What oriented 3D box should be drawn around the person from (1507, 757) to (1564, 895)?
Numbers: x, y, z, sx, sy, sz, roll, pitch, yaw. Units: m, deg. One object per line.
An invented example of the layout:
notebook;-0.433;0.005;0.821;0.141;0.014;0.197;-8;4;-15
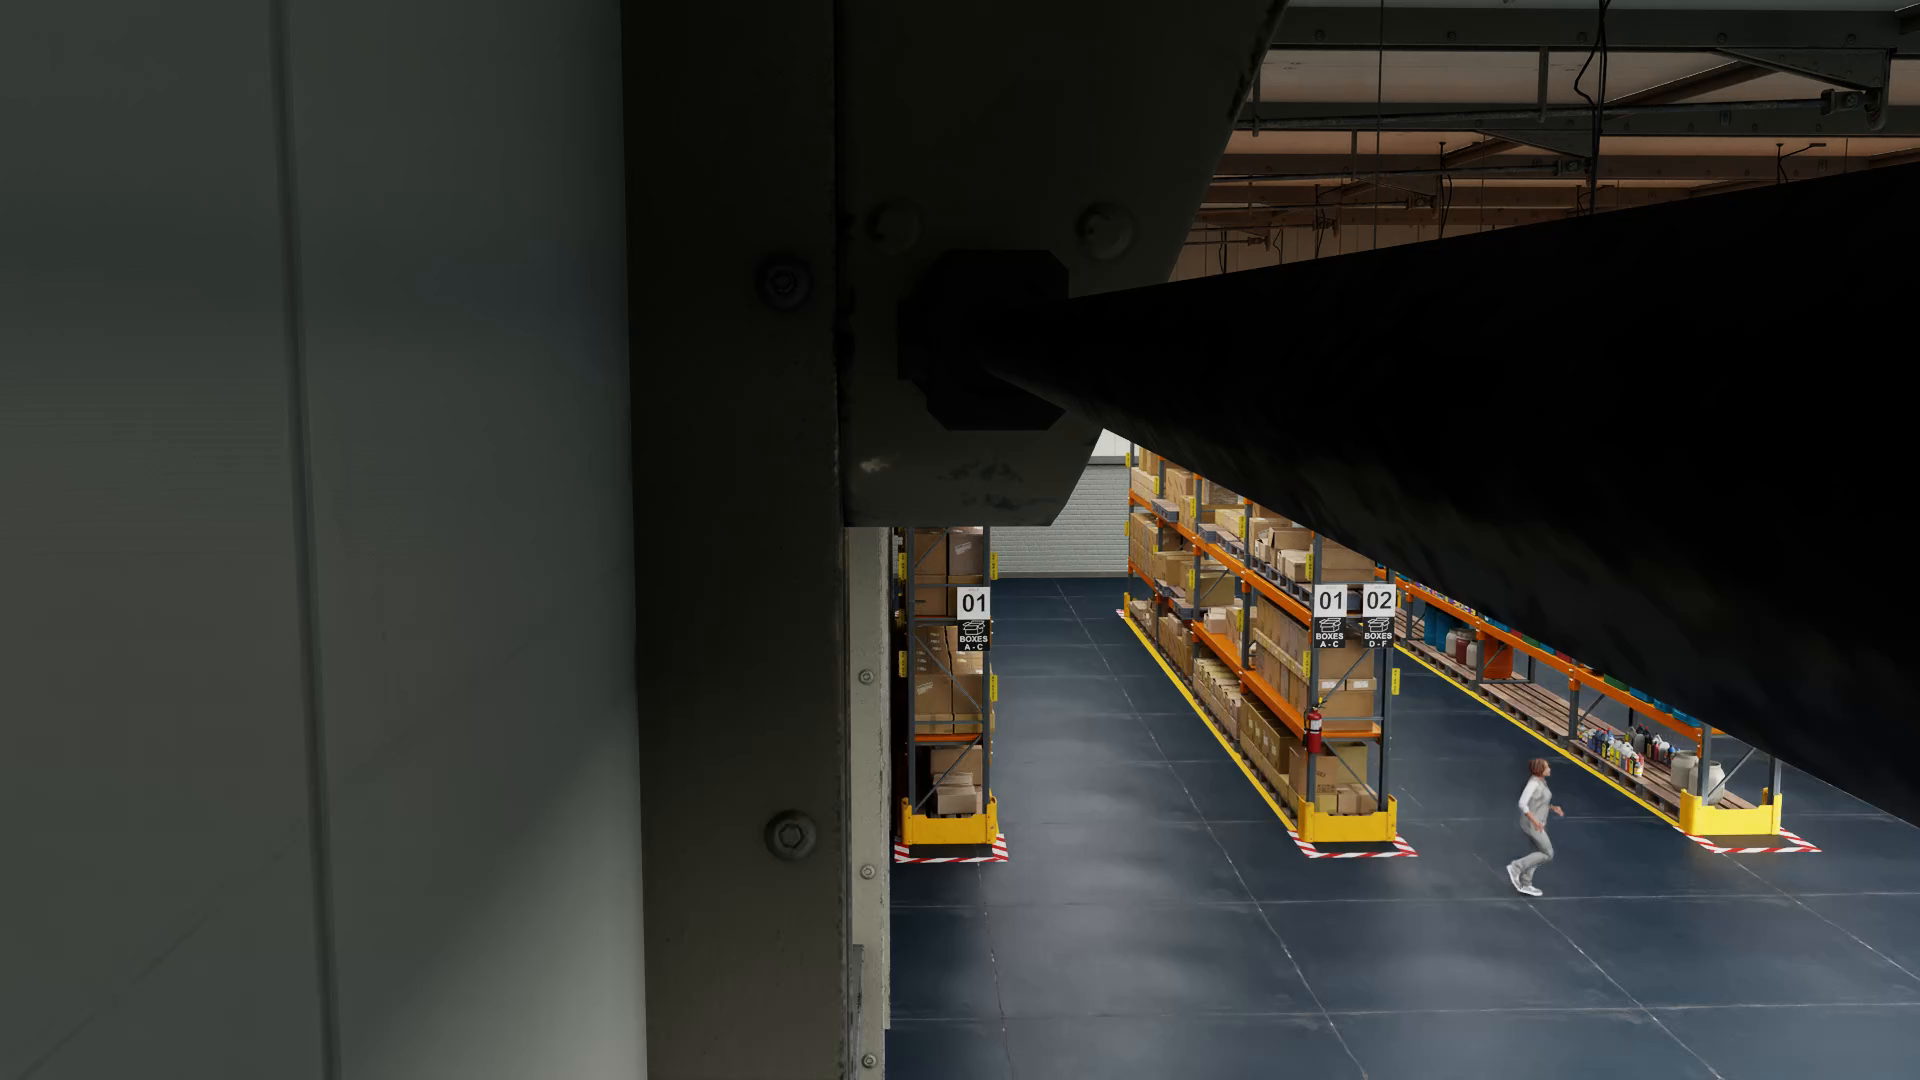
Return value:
person;6.458;3.197;18.580;0.522;1.565;0.525;3;8;23
